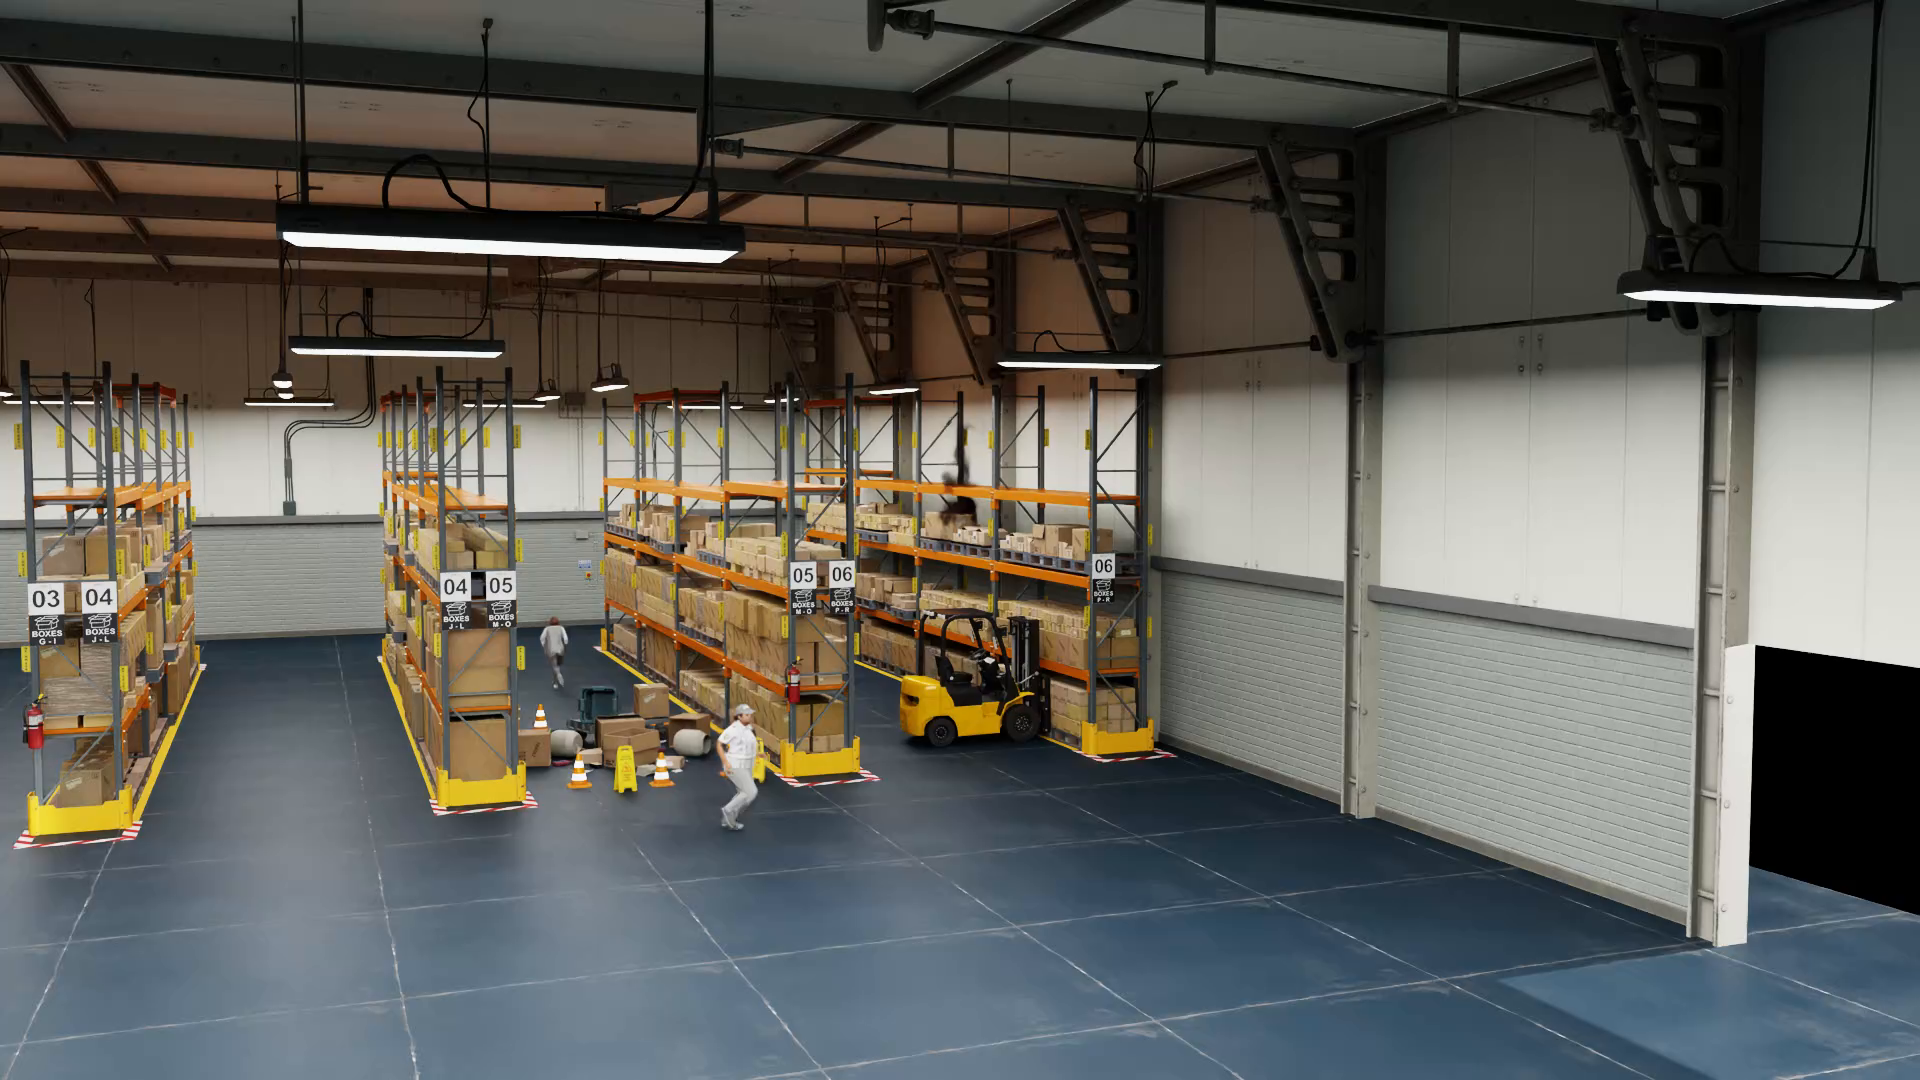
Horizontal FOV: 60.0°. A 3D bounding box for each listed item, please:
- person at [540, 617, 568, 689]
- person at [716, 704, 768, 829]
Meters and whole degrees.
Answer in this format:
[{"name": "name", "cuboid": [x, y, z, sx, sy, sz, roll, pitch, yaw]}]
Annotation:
[{"name": "person", "cuboid": [-8.127, 2.290, 33.383, 0.556, 1.447, 0.855, -1, 4, -20]}, {"name": "person", "cuboid": [-2.776, 2.904, 21.264, 0.660, 1.614, 0.590, 1, 4, 21]}]
